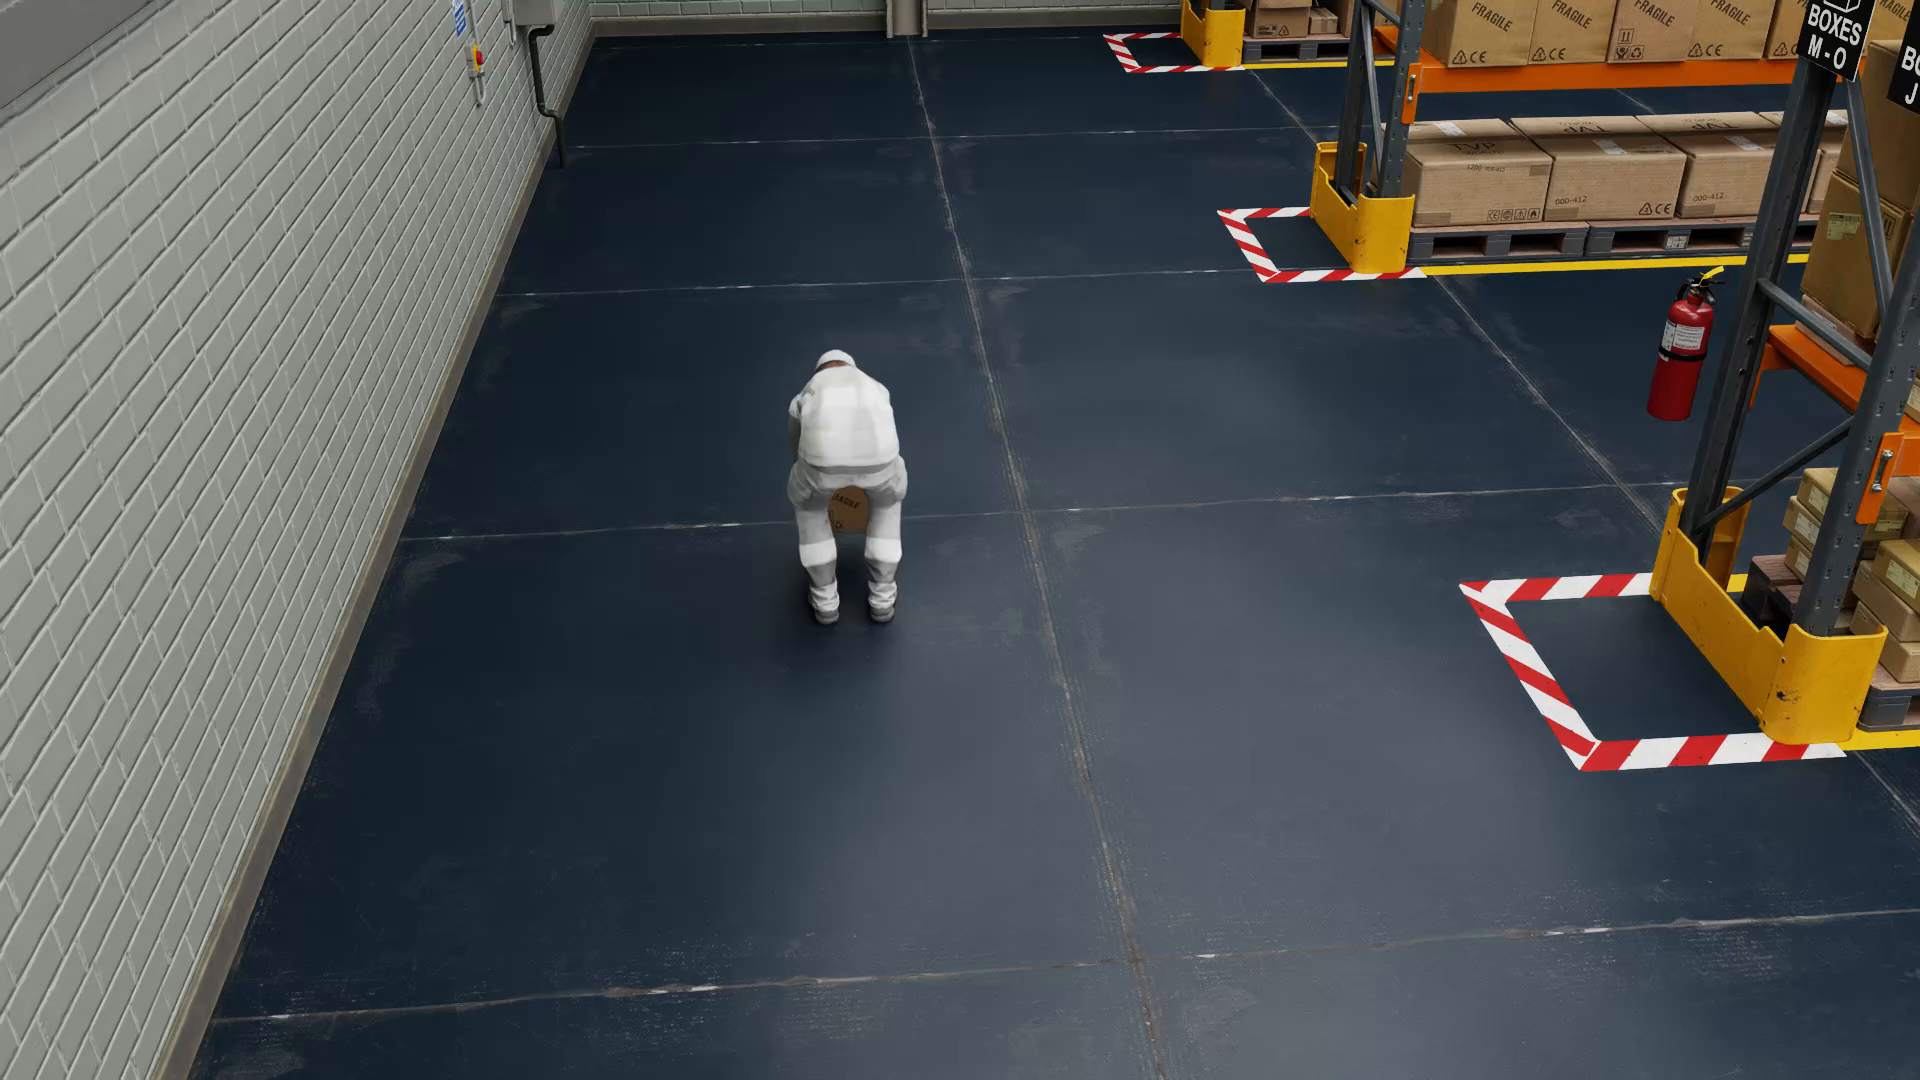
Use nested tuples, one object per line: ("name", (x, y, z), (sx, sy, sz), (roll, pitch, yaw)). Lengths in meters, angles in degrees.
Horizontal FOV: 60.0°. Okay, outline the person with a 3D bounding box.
("person", (-0.502, -0.269, 7.254), (0.514, 1.072, 0.964), (-4, 31, -7))
